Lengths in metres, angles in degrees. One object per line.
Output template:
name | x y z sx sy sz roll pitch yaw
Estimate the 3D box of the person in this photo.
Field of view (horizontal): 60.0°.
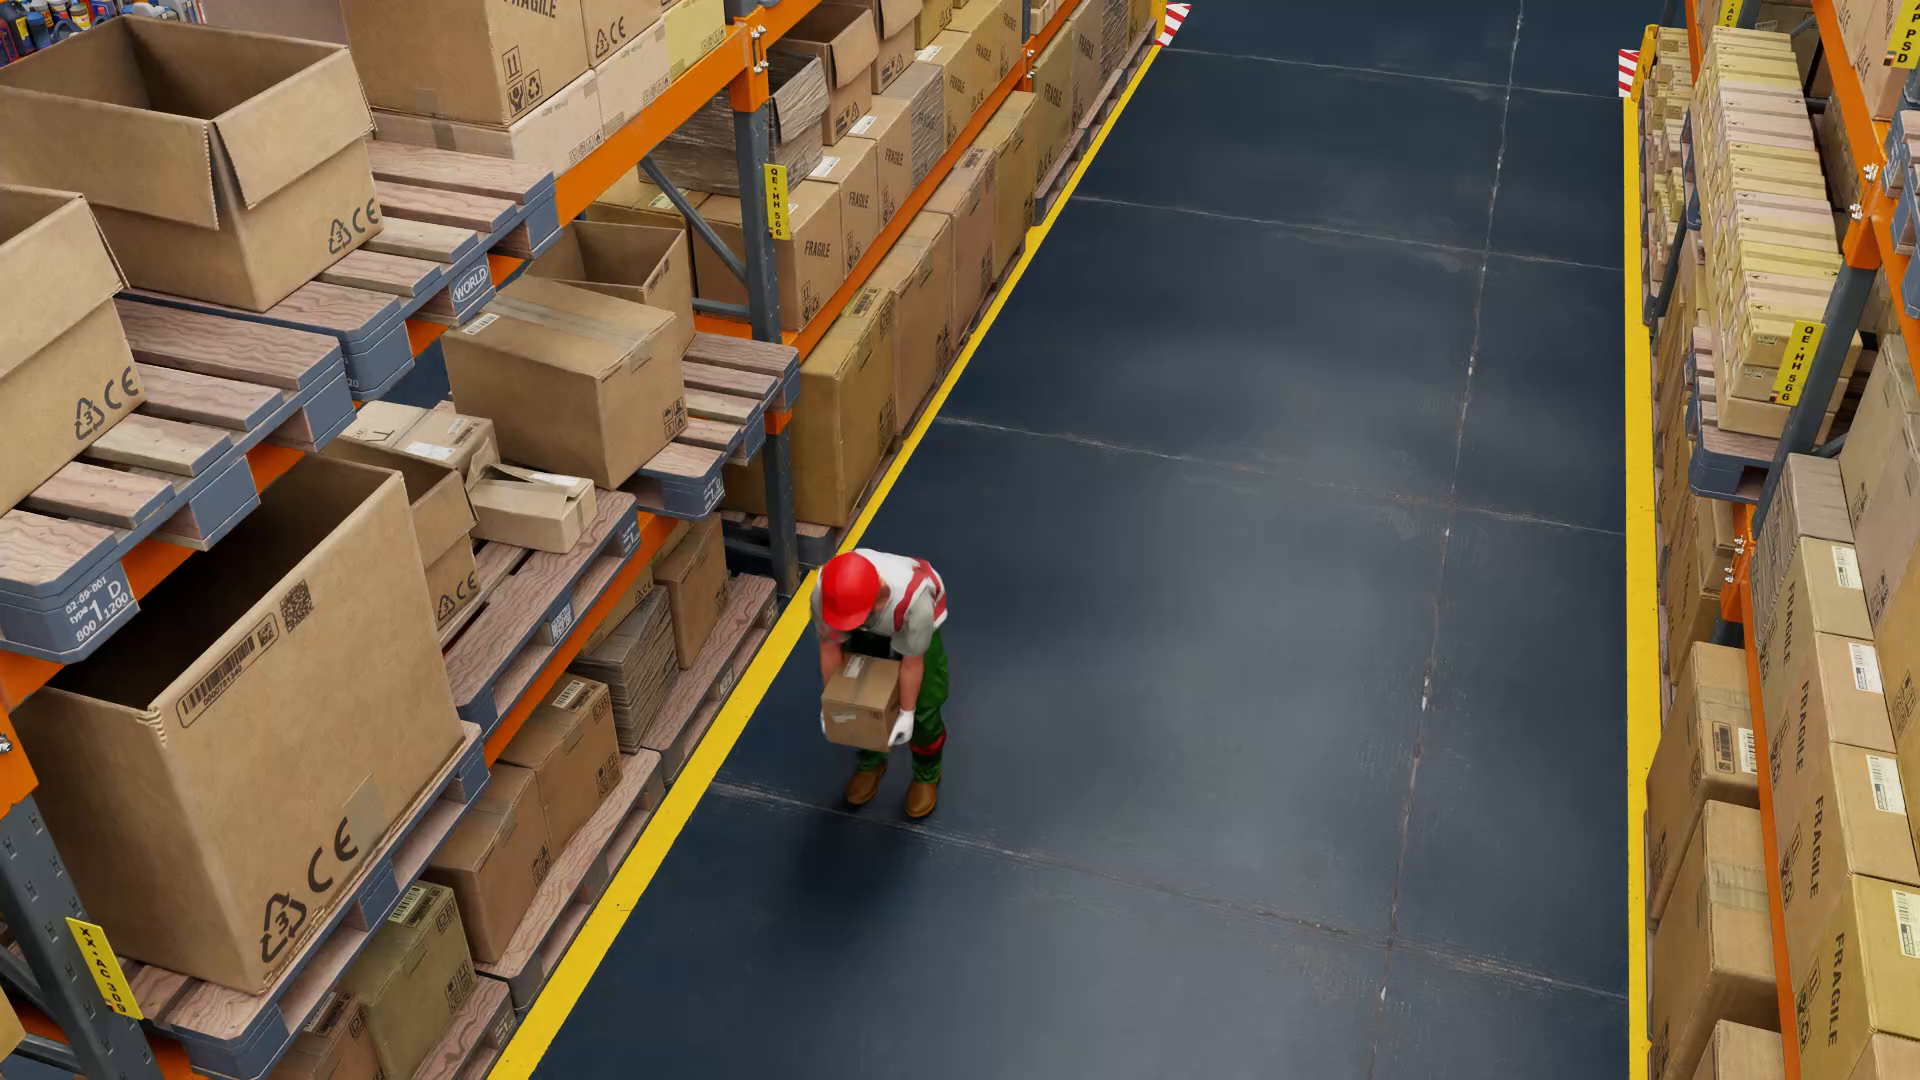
person | -0.317 0.525 6.374 0.484 1.541 0.819 10 38 13
